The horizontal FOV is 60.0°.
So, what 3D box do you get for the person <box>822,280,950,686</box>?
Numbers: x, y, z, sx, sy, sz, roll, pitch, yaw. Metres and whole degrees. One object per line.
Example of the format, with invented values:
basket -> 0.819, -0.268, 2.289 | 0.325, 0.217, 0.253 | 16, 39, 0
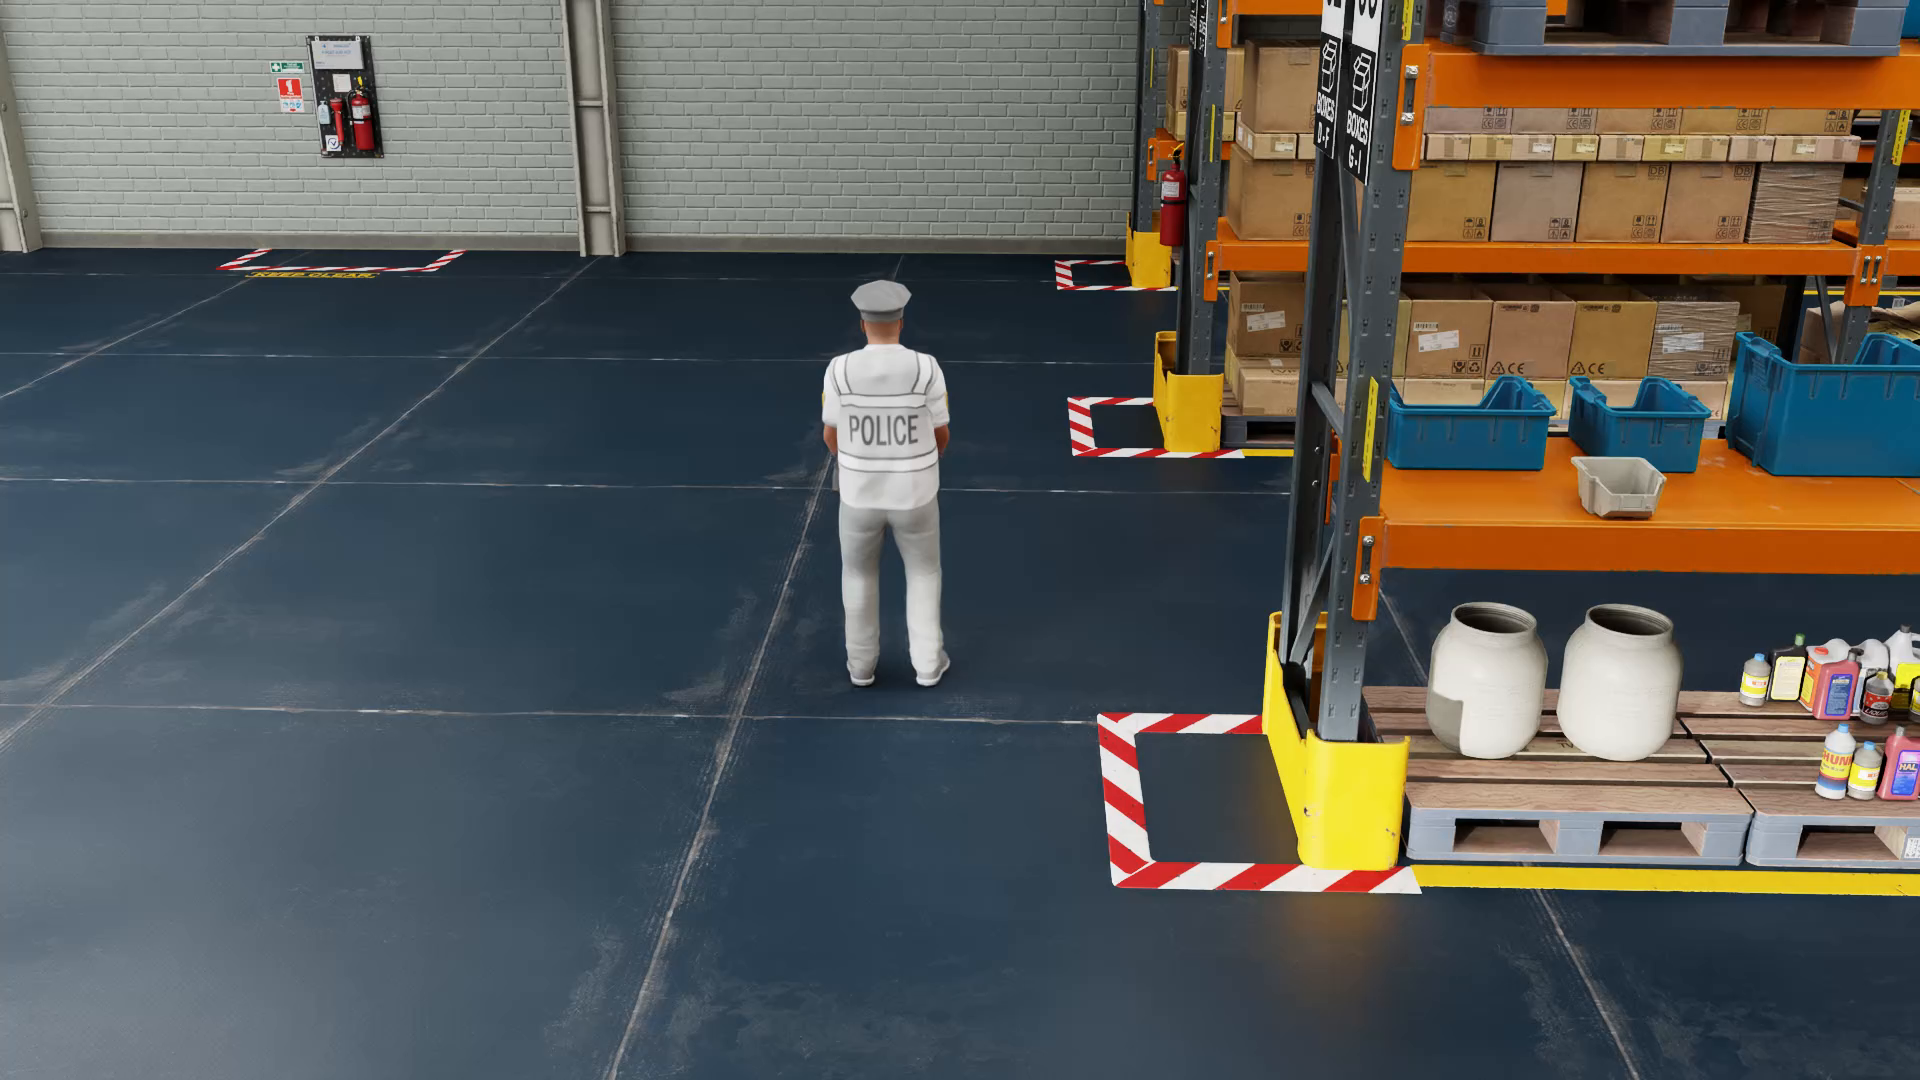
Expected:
person -> -0.309, -0.227, 7.146 | 0.533, 1.766, 0.491 | 0, 21, 1
